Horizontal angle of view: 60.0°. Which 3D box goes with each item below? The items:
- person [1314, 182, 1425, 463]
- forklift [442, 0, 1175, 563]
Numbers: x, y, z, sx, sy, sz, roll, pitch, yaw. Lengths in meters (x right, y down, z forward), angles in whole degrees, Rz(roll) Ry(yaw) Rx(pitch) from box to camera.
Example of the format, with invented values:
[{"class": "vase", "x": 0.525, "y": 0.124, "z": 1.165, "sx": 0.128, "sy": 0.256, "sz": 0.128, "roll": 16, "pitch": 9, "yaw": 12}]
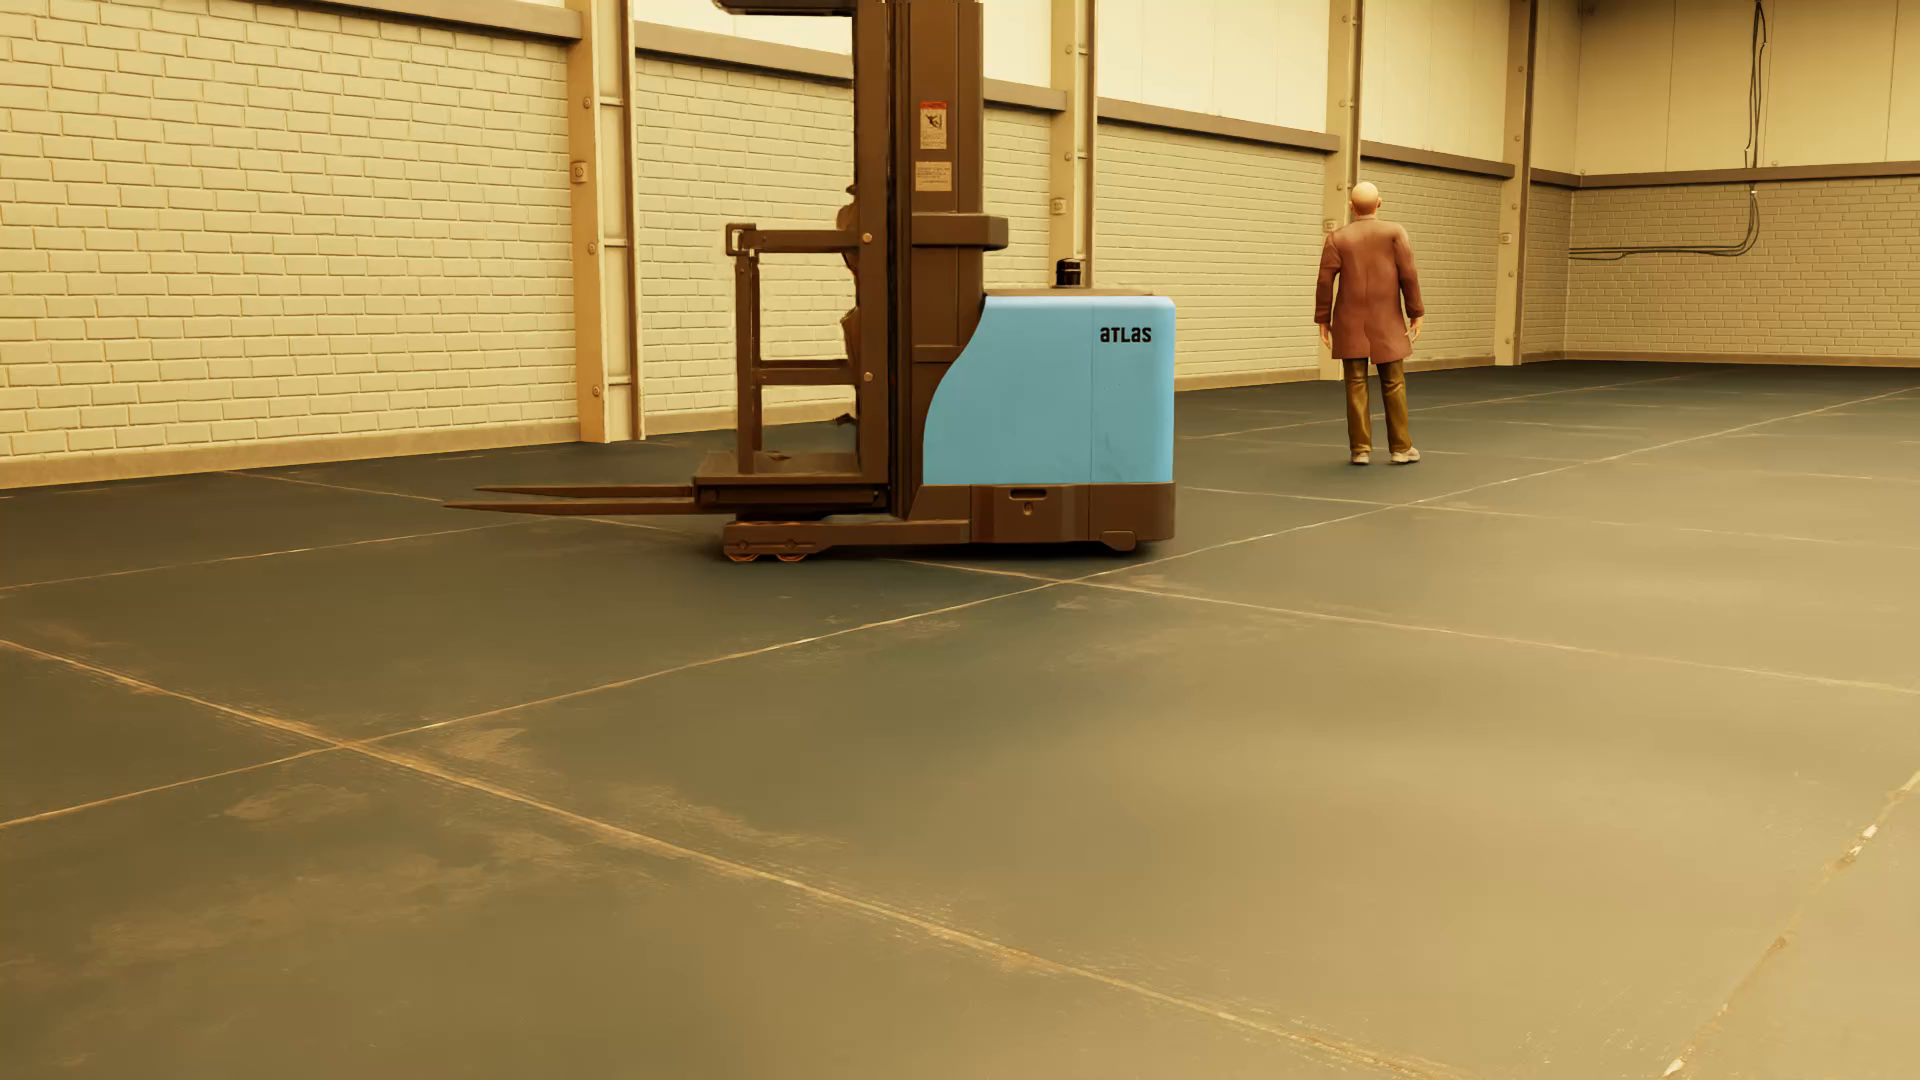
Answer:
[{"class": "person", "x": 2.639, "y": -1.389, "z": 10.704, "sx": 0.698, "sy": 1.777, "sz": 0.580, "roll": 3, "pitch": 9, "yaw": 21}, {"class": "forklift", "x": -0.644, "y": -1.436, "z": 7.093, "sx": 3.031, "sy": 2.935, "sz": 1.130, "roll": -1, "pitch": 8, "yaw": -5}]
